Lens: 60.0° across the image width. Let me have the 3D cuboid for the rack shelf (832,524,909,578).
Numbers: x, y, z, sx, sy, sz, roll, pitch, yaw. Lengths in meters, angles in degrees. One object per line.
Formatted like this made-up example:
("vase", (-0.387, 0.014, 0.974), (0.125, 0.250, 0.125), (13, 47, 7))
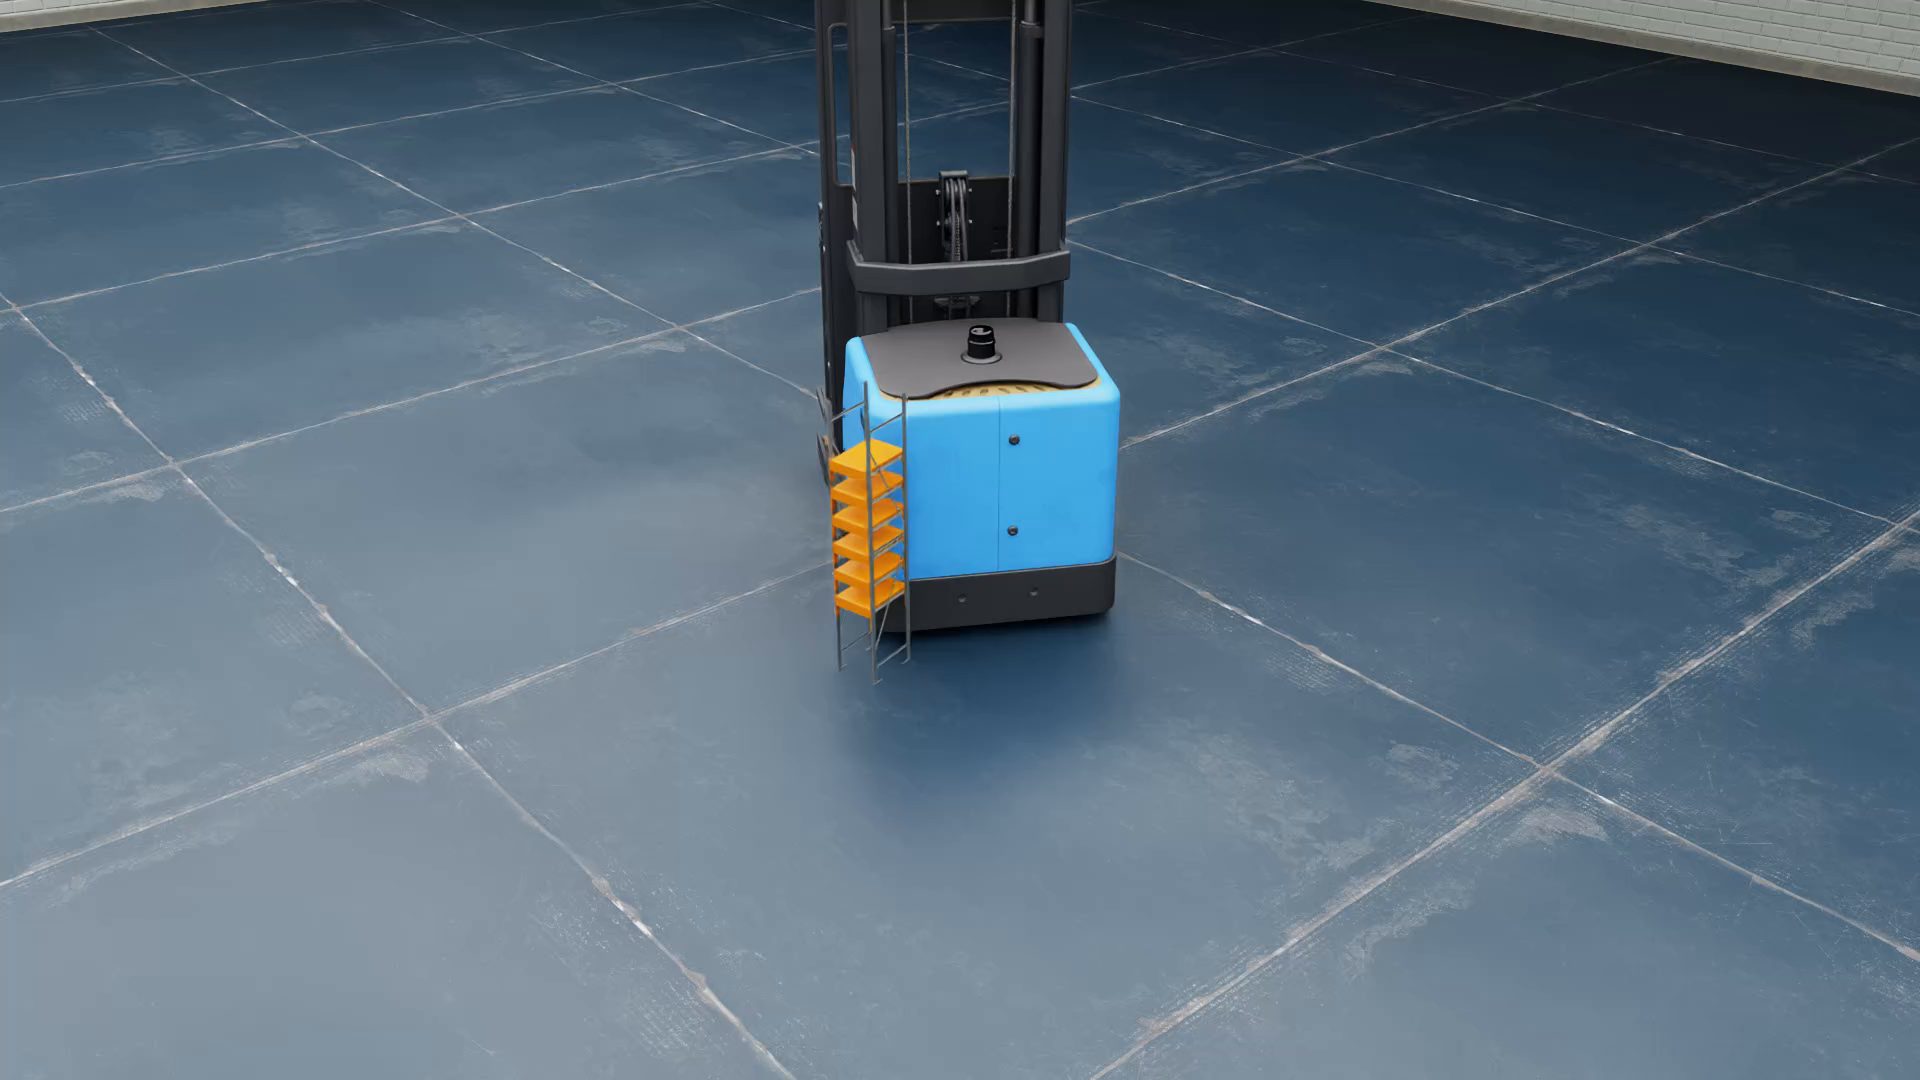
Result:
("rack shelf", (-0.349, 0.027, 6.511), (0.180, 0.103, 0.258), (20, 35, 31))

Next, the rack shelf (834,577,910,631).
("rack shelf", (-0.349, 0.236, 6.630), (0.180, 0.103, 0.258), (20, 35, 31))

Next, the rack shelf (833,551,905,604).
("rack shelf", (-0.349, 0.132, 6.571), (0.180, 0.103, 0.258), (20, 35, 31))

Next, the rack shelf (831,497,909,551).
("rack shelf", (-0.349, -0.077, 6.452), (0.180, 0.103, 0.258), (20, 35, 31))

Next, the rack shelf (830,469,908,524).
("rack shelf", (-0.349, -0.182, 6.393), (0.180, 0.103, 0.258), (20, 35, 31))

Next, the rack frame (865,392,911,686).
("rack frame", (-0.275, 0.015, 6.443), (0.006, 1.200, 0.240), (20, 35, 31))

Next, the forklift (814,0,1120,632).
("forklift", (-0.112, -1.584, 7.604), (1.130, 2.935, 3.031), (-5, 29, -9))

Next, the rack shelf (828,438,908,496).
("rack shelf", (-0.349, -0.286, 6.334), (0.180, 0.103, 0.258), (20, 35, 31))

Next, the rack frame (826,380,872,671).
("rack frame", (-0.423, -0.038, 6.536), (0.006, 1.200, 0.240), (20, 35, 31))

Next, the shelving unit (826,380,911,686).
("shelving unit", (-0.349, -0.011, 6.490), (0.189, 1.200, 0.258), (20, 35, 31))
